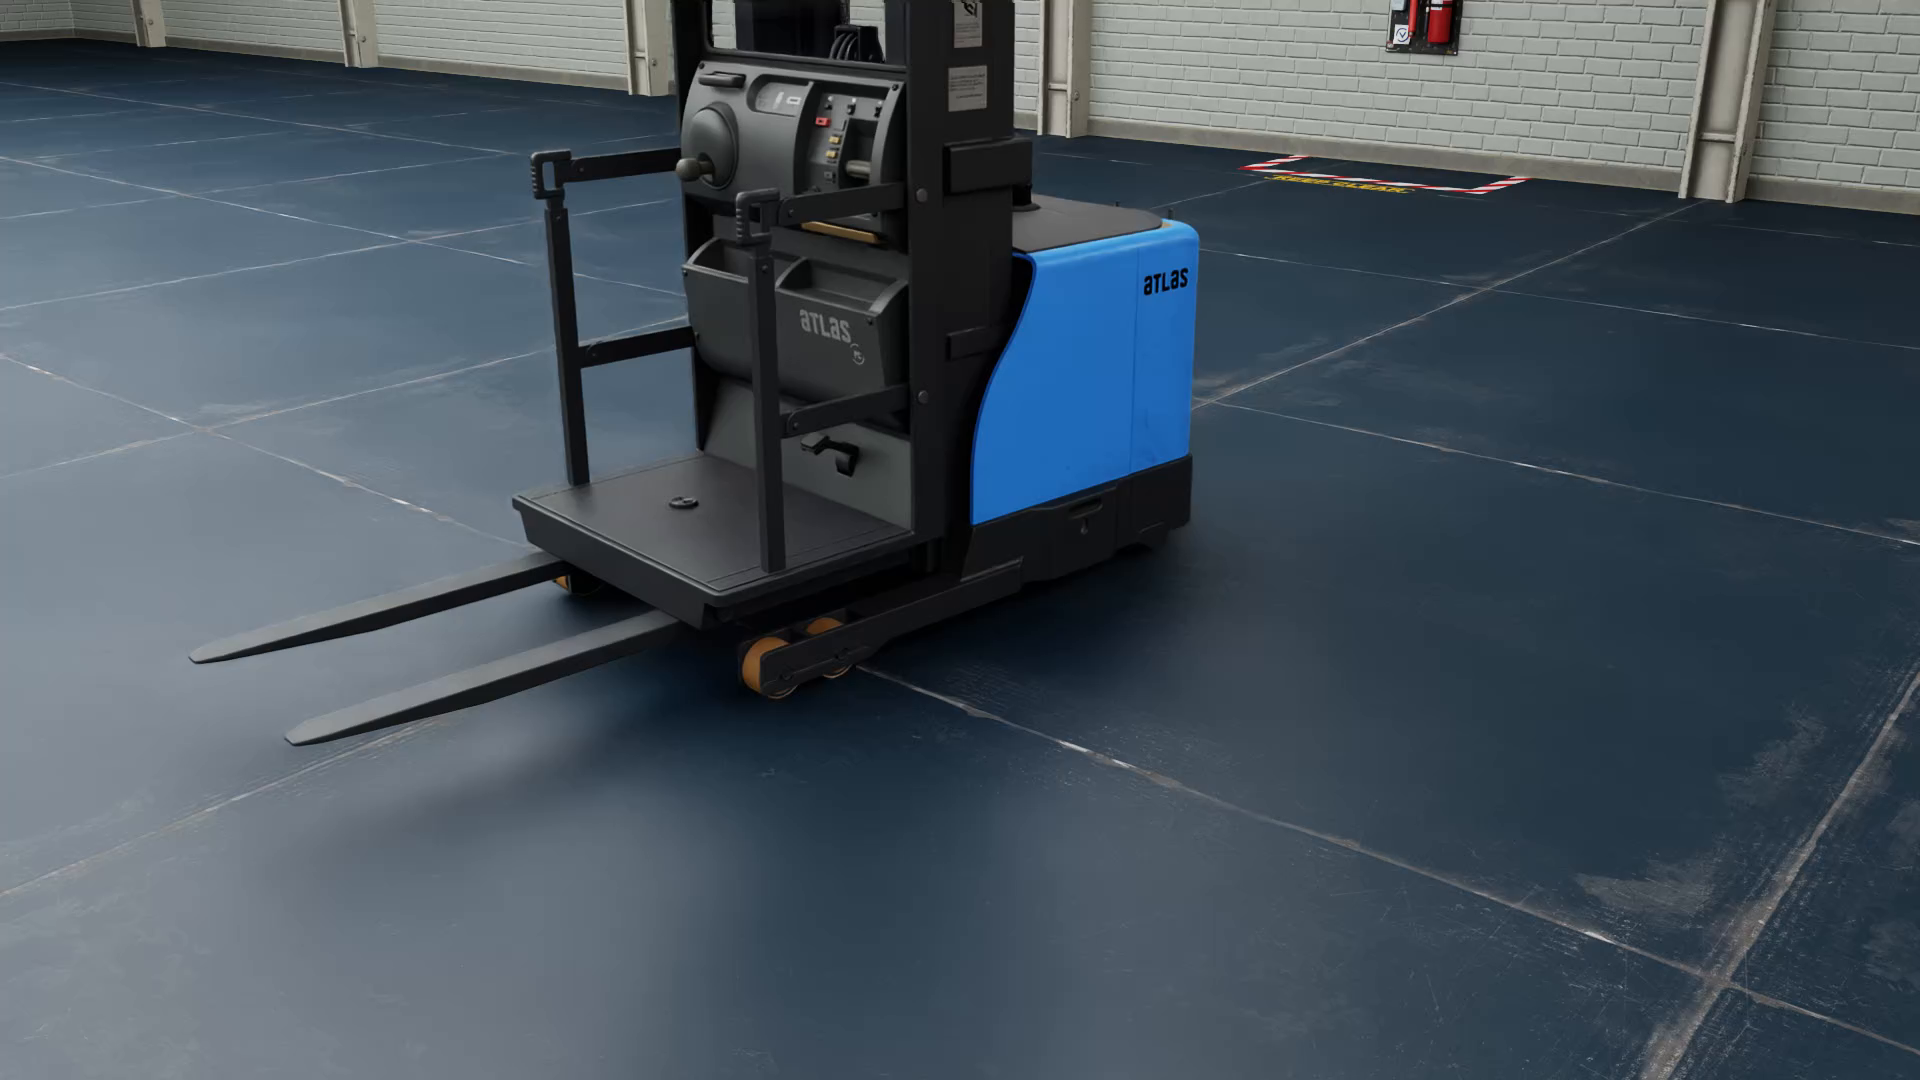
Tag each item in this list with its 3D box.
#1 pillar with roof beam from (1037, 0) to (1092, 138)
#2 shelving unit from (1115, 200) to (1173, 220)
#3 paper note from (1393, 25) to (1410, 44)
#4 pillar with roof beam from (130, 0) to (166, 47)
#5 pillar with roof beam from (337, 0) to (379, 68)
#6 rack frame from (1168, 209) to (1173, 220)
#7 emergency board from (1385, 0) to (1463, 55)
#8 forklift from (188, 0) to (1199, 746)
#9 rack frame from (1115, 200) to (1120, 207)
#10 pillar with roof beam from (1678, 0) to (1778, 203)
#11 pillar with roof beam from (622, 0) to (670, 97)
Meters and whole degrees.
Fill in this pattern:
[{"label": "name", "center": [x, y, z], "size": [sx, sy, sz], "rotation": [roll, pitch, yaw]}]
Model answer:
[{"label": "pillar with roof beam", "center": [-1.729, -6.942, 11.324], "size": [0.400, 9.000, 9.100], "rotation": [16, 26, 36]}, {"label": "shelving unit", "center": [0.573, -0.654, 5.914], "size": [0.215, 1.050, 0.252], "rotation": [-18, 27, -40]}, {"label": "paper note", "center": [3.658, -4.181, 13.753], "size": [0.142, 0.148, 0.016], "rotation": [16, 26, 36]}, {"label": "pillar with roof beam", "center": [-15.674, -10.958, 21.973], "size": [0.400, 9.000, 9.100], "rotation": [16, 26, 36]}, {"label": "pillar with roof beam", "center": [-11.026, -9.619, 18.423], "size": [0.400, 9.000, 9.100], "rotation": [16, 26, 36]}, {"label": "rack frame", "center": [0.656, -0.622, 5.830], "size": [0.200, 1.050, 0.008], "rotation": [-18, 27, -40]}, {"label": "emergency board", "center": [3.751, -4.535, 13.443], "size": [0.643, 1.169, 0.194], "rotation": [16, 26, 36]}, {"label": "forklift", "center": [-0.641, -1.146, 4.552], "size": [3.031, 2.935, 1.130], "rotation": [-18, 27, -40]}, {"label": "rack frame", "center": [0.490, -0.685, 5.997], "size": [0.200, 1.050, 0.008], "rotation": [-18, 27, -40]}, {"label": "pillar with roof beam", "center": [2.919, -5.603, 7.774], "size": [0.400, 9.000, 9.100], "rotation": [16, 26, 36]}, {"label": "pillar with roof beam", "center": [-6.377, -8.281, 14.873], "size": [0.400, 9.000, 9.100], "rotation": [16, 26, 36]}]
